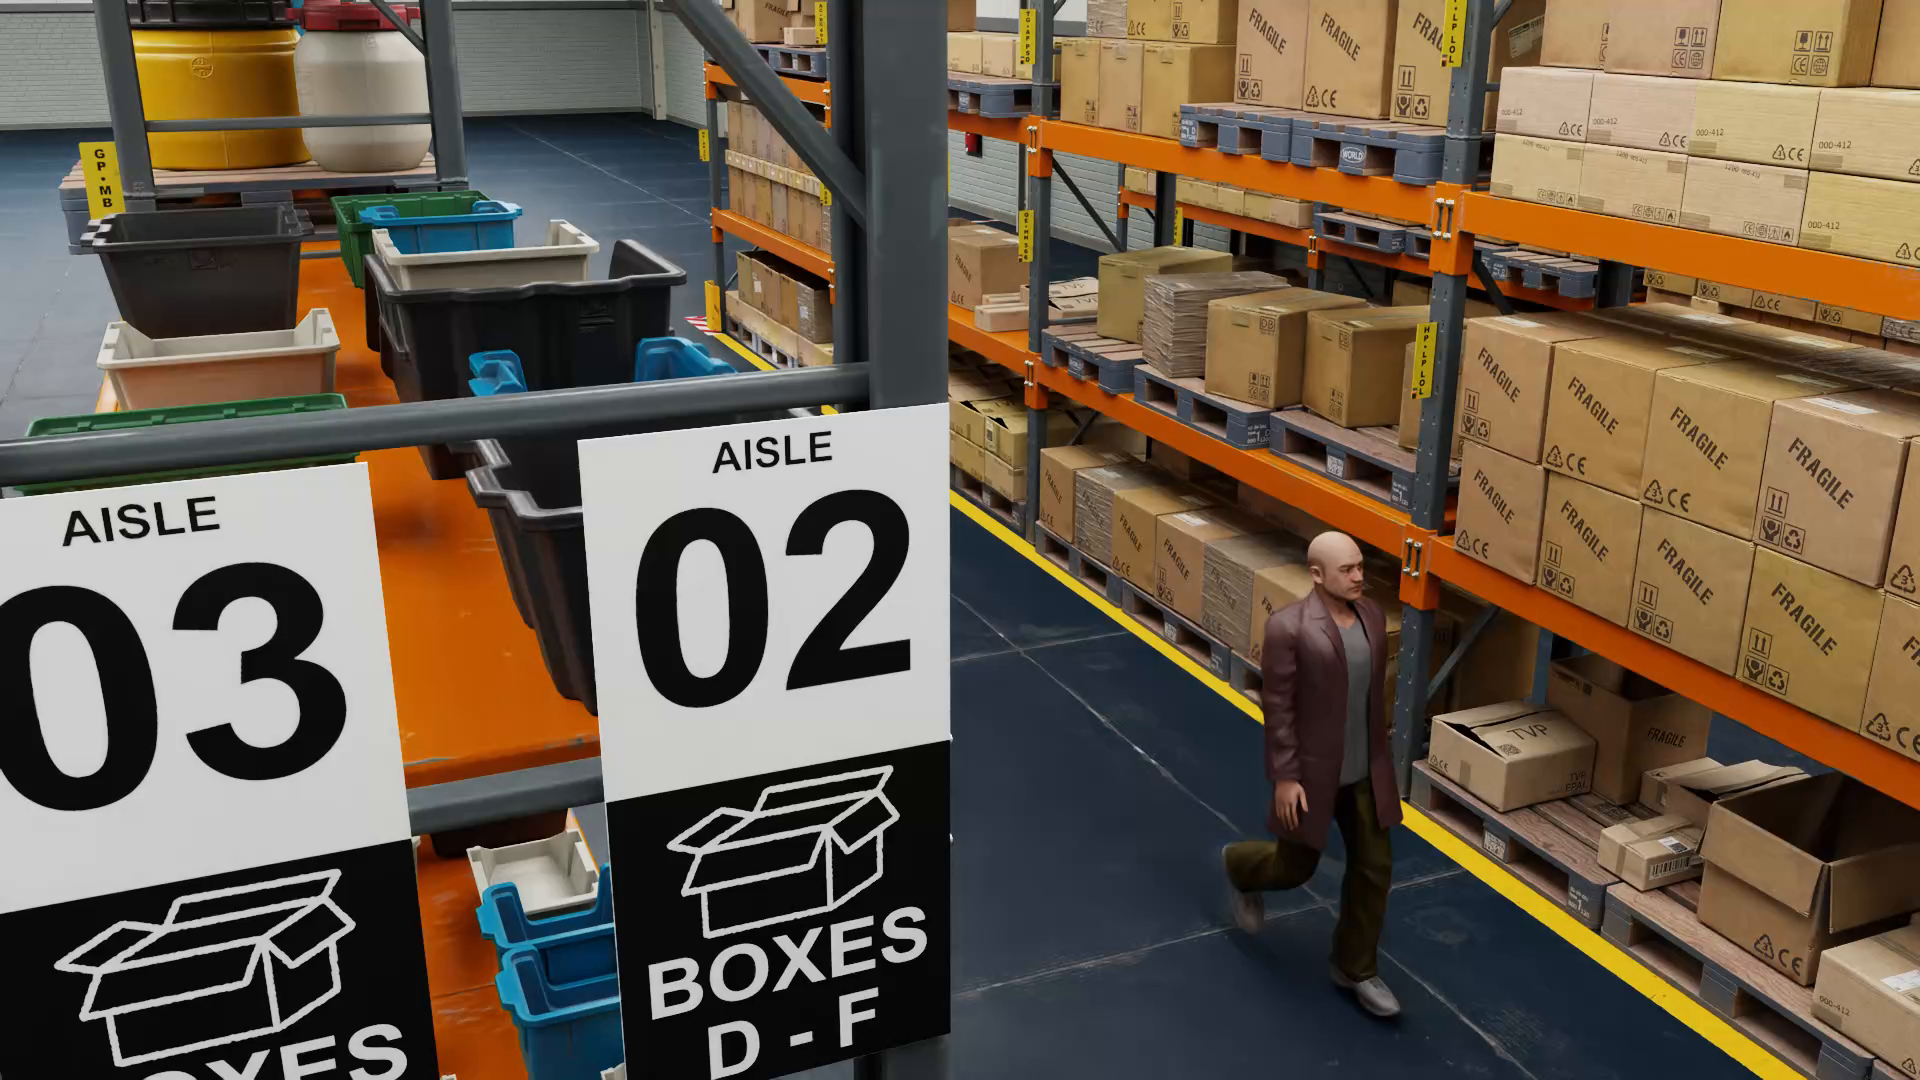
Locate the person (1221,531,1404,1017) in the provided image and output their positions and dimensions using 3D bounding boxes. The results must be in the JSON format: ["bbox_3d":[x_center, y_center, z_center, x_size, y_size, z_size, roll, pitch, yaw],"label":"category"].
[{"bbox_3d":[1.335,0.810,6.139,0.565,1.745,0.912,-7,20,-20],"label":"person"}]
